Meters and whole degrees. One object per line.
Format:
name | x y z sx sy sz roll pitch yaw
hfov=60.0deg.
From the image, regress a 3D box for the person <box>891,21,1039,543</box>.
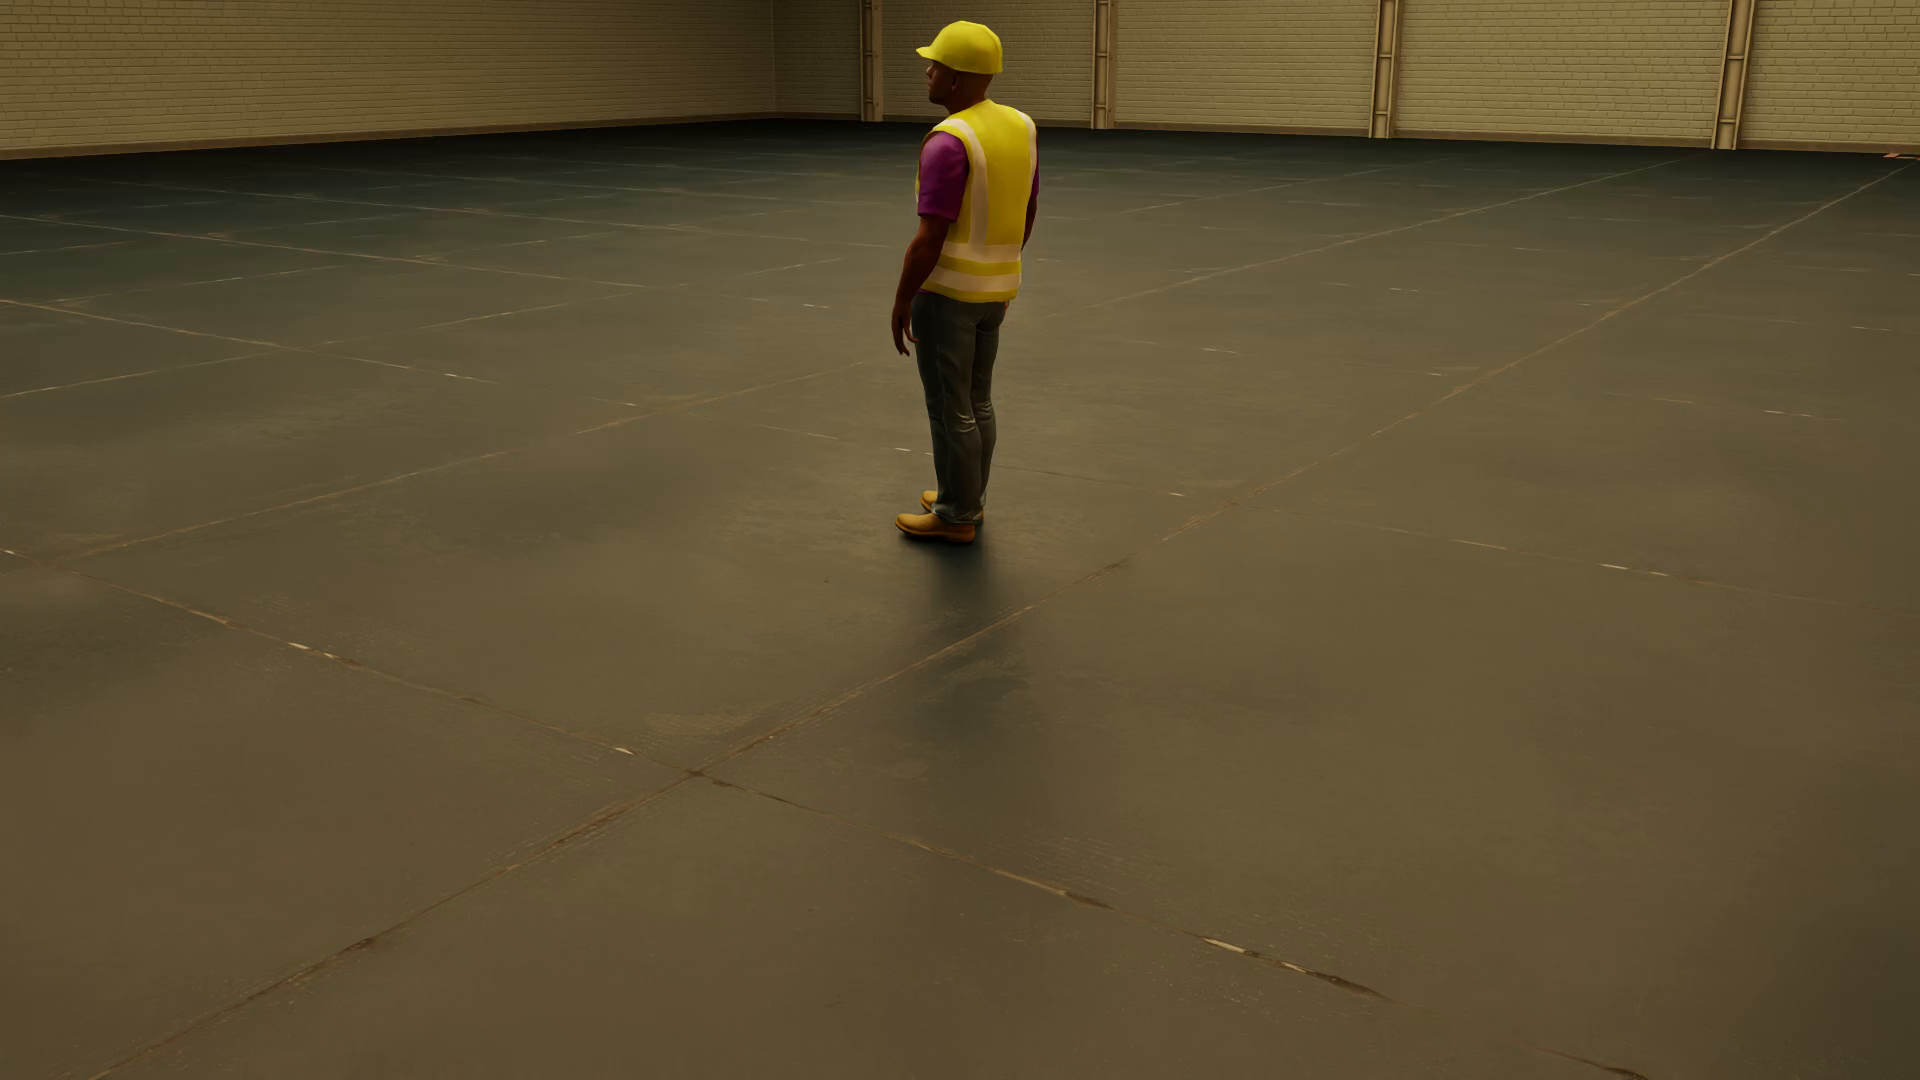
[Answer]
person | -0.053 -0.866 5.736 0.577 1.765 0.665 11 20 33
